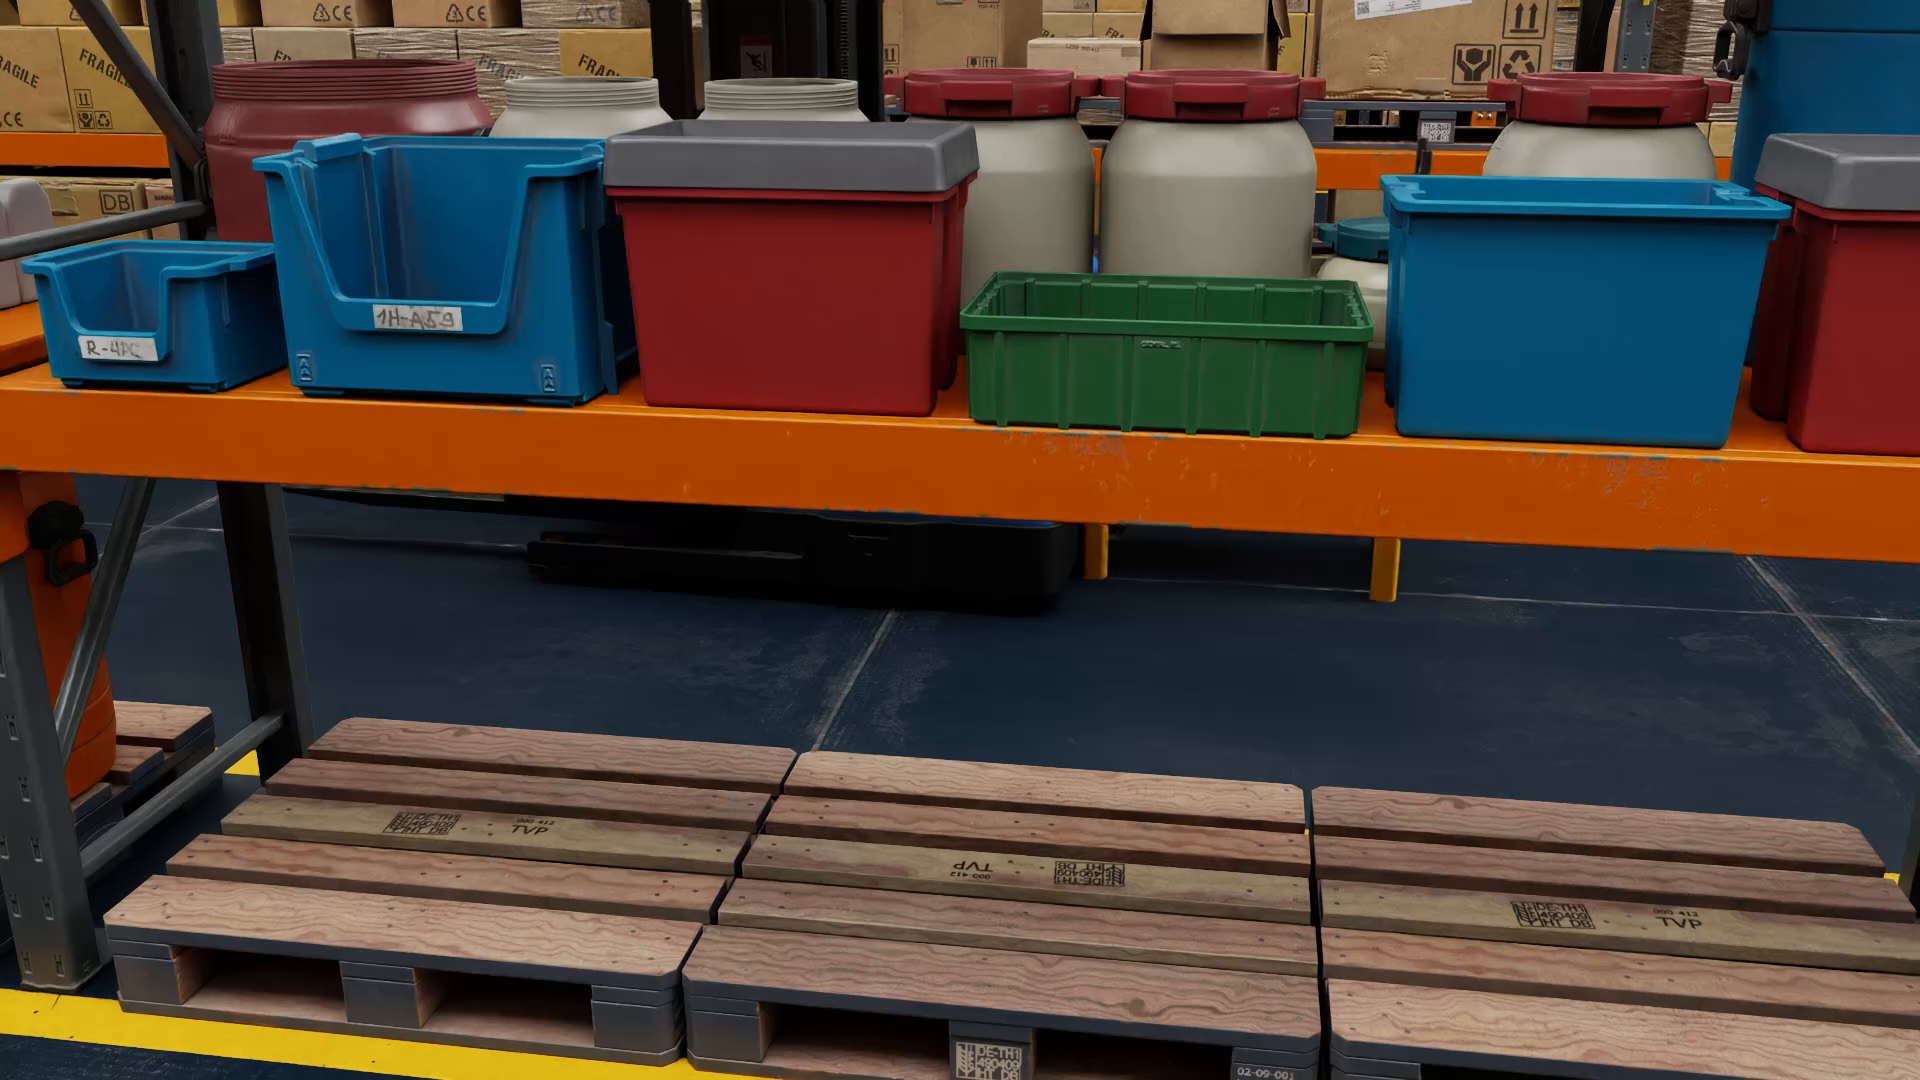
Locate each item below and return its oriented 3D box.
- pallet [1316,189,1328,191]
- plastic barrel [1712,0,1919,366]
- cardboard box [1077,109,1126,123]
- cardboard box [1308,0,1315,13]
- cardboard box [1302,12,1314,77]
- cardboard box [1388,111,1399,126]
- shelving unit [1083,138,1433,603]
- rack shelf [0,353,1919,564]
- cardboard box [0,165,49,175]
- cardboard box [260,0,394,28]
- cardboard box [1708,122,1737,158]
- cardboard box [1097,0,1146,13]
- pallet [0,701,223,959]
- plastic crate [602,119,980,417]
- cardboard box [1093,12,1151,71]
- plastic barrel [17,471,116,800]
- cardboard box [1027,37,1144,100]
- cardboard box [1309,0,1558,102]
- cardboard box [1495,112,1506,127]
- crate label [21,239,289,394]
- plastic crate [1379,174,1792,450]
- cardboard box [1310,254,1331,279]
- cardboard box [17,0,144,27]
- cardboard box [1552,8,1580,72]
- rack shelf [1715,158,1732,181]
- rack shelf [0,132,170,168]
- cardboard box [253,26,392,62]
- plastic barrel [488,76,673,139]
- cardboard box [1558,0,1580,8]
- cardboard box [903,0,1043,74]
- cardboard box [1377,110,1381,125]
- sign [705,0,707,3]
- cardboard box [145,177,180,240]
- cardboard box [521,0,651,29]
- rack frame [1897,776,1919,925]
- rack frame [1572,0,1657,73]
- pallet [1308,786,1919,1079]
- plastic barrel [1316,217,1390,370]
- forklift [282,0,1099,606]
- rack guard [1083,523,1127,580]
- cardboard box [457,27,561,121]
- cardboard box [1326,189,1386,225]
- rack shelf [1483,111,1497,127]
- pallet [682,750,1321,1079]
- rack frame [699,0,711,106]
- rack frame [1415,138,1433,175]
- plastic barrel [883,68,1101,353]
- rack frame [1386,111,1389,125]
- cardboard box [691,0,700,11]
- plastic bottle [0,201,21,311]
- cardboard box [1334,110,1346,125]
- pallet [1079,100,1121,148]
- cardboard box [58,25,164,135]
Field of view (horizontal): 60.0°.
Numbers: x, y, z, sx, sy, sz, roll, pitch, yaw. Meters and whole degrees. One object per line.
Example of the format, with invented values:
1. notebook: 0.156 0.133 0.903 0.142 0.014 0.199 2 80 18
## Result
1. pallet: 3.712 -3.805 17.341 1.213 0.211 1.003 3 19 9
2. plastic barrel: 1.790 -0.784 3.129 0.708 0.901 0.600 3 19 9
3. cardboard box: 1.929 -5.882 22.237 0.625 0.625 0.875 4 19 10
4. cardboard box: 2.796 -4.102 12.103 0.500 0.500 0.700 3 19 8
5. cardboard box: 2.739 -3.548 12.022 0.500 0.500 0.500 3 19 8
6. cardboard box: 4.228 -3.703 15.389 0.500 0.500 0.500 3 19 9
7. shelving unit: 1.023 -0.626 5.811 1.083 1.500 0.587 4 19 12
8. rack shelf: 0.149 -0.191 3.282 4.000 0.370 1.077 3 19 9
9. cardboard box: -5.629 -1.636 9.152 0.875 0.875 0.875 3 19 9
10. cardboard box: -3.066 -2.815 8.251 0.637 0.503 0.797 4 19 10
11. cardboard box: 3.318 -1.743 7.180 0.250 0.149 0.380 3 19 9
12. cardboard box: 1.294 -4.179 12.334 0.500 0.500 0.700 3 19 8
13. pallet: -2.611 0.662 3.990 1.213 0.211 1.003 3 19 9
14. plastic crate: -0.279 -0.486 2.929 0.583 0.464 0.402 3 19 9
15. cardboard box: 1.247 -3.624 12.249 0.500 0.500 0.500 3 19 9
16. plastic barrel: -2.312 0.177 3.804 0.708 0.830 0.600 3 19 9
17. cardboard box: 0.578 -2.157 7.596 0.500 0.250 0.500 2 19 7
18. cardboard box: 2.147 -2.551 7.593 1.000 1.000 1.000 3 19 9
19. cardboard box: 4.405 -2.670 12.244 0.875 0.875 0.875 3 19 9
20. crate label: -1.469 -0.415 3.081 0.416 0.233 0.303 3 19 9
21. plastic crate: 0.985 -0.382 2.744 0.575 0.384 0.392 3 19 9
22. cardboard box: 1.838 -1.074 8.033 0.500 0.500 0.700 3 19 8
23. cardboard box: -4.358 -2.880 8.444 0.637 0.503 0.797 2 19 7
24. cardboard box: 4.162 -3.589 12.065 0.550 0.550 0.875 3 19 9
25. rack shelf: 4.884 -1.542 7.318 4.000 0.370 1.077 3 19 9
26. rack shelf: -3.015 -1.944 8.521 4.000 0.370 1.077 3 19 9
27. cardboard box: -3.074 -2.258 8.165 0.500 0.500 0.500 3 19 10
28. plastic barrel: -0.776 -0.701 3.496 0.421 0.512 0.421 0 18 0
29. cardboard box: 4.154 -4.086 11.850 0.550 0.550 0.875 3 19 9
30. cardboard box: 0.066 -2.420 7.989 0.500 0.500 0.700 6 19 17
31. cardboard box: 5.776 -5.578 21.917 0.500 0.250 0.500 3 19 9
32. sign: -1.125 -2.560 7.402 0.005 0.325 0.100 3 19 9
33. cardboard box: -3.472 -1.507 8.767 0.875 0.875 1.225 2 19 7
34. cardboard box: -1.760 -2.750 8.056 0.637 0.503 0.797 4 19 11
35. rack frame: 2.123 -0.432 2.867 0.127 3.000 1.000 3 19 9
36. rack frame: 2.909 -1.984 7.504 0.127 3.000 1.000 3 19 9
37. pallet: 1.342 0.863 3.391 1.213 0.211 1.003 3 19 9
38. plastic barrel: 0.841 -0.481 3.231 0.301 0.262 0.301 0 18 0
39. forklift: -1.049 -1.387 5.830 3.031 2.935 1.130 4 19 11
40. rack guard: 0.538 -0.069 6.116 0.087 0.250 0.587 4 19 12
41. cardboard box: -2.058 -2.207 8.013 0.500 0.500 0.500 3 19 8
42. cardboard box: 3.168 -2.668 12.433 0.750 0.750 1.050 3 19 8
43. rack shelf: 5.770 -3.091 11.947 4.000 0.370 1.077 3 19 9
44. pallet: 0.134 0.802 3.572 1.213 0.211 1.003 3 19 9
45. rack frame: -1.040 -2.185 8.106 0.127 3.000 1.000 3 19 9
46. rack frame: 1.527 -0.589 5.700 0.032 1.500 0.500 4 19 12
47. plastic barrel: 0.062 -0.672 3.370 0.433 0.535 0.433 0 18 0
48. rack frame: 4.481 -5.088 16.783 0.127 3.000 1.000 3 19 9
49. cardboard box: -1.987 -4.043 12.455 0.250 0.149 0.380 4 19 11
50. plastic bottle: -2.226 -0.650 3.713 0.135 0.276 0.152 3 19 9
51. cardboard box: 4.748 -5.739 21.810 0.625 0.625 0.875 4 19 11
52. pallet: 0.921 -2.007 7.877 1.213 0.211 1.003 3 19 9
53. cardboard box: -4.079 -2.307 8.314 0.500 0.500 0.500 3 19 9
